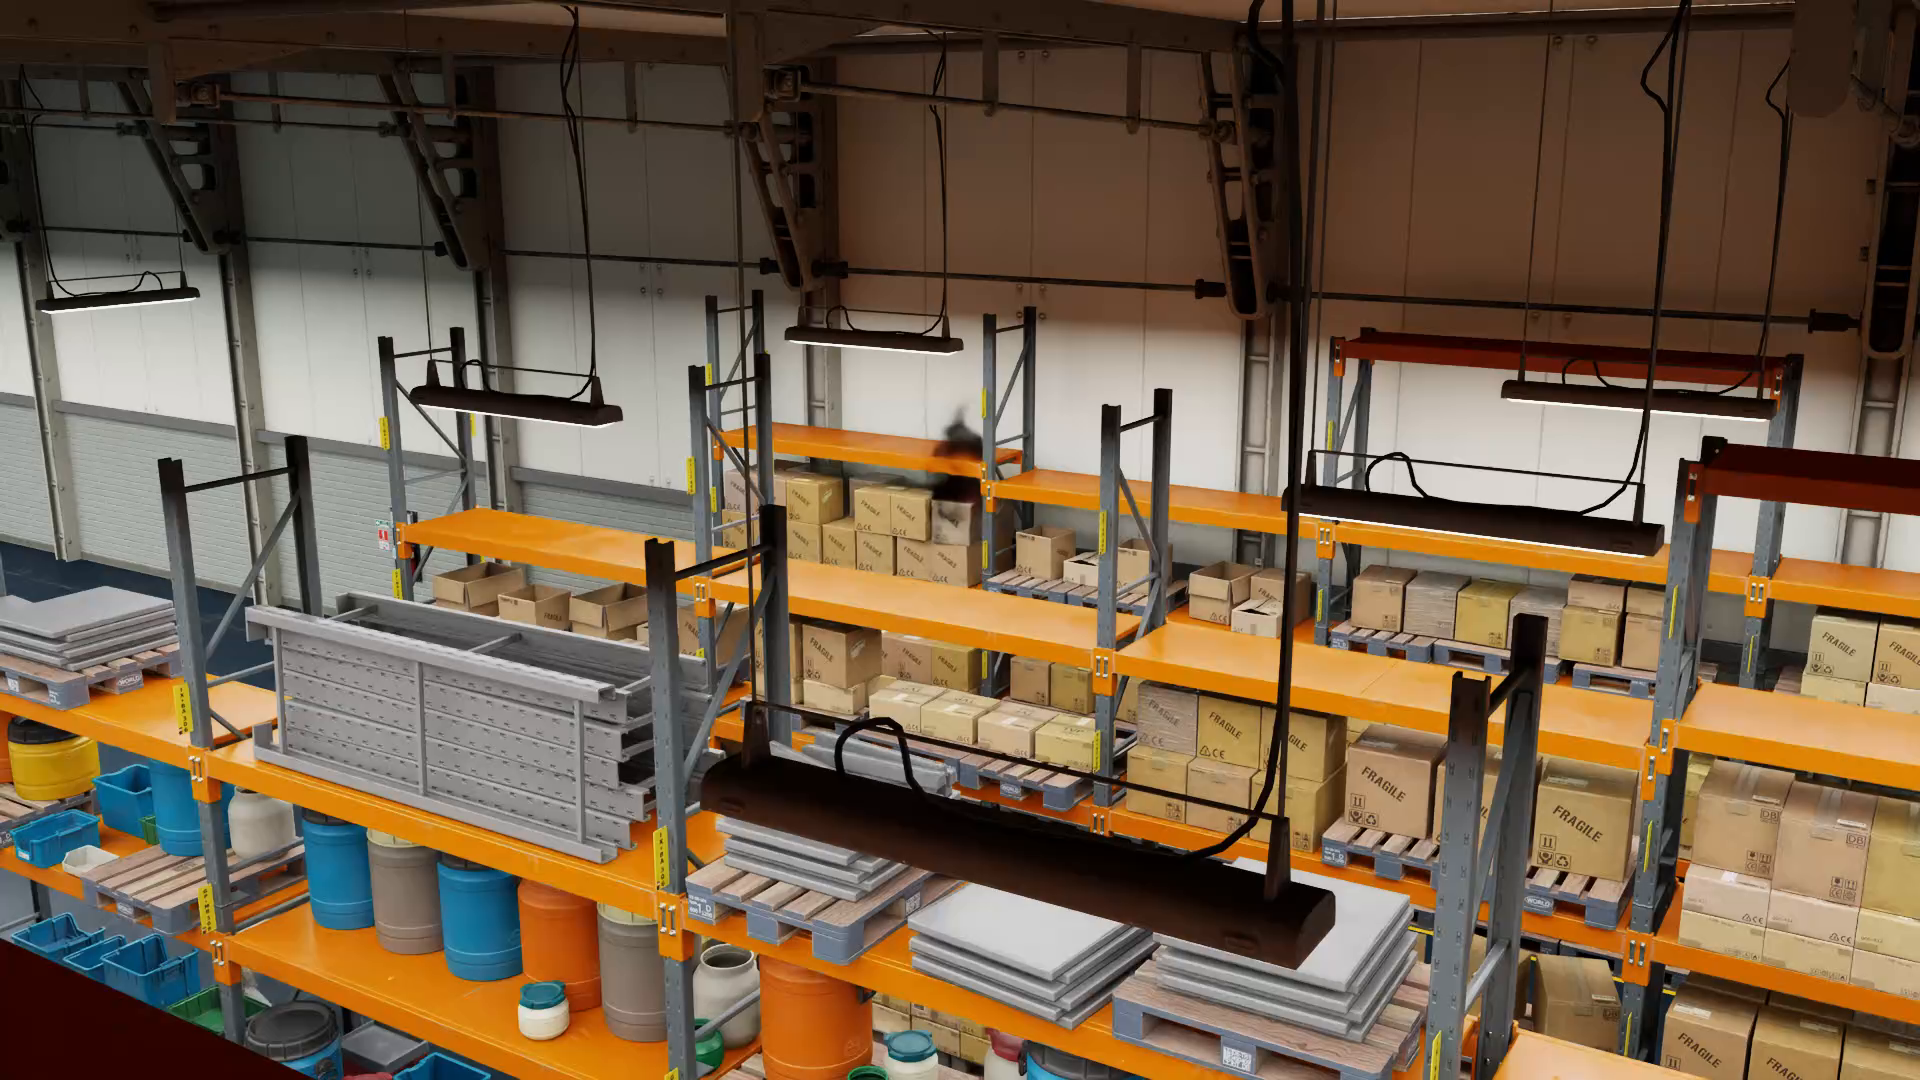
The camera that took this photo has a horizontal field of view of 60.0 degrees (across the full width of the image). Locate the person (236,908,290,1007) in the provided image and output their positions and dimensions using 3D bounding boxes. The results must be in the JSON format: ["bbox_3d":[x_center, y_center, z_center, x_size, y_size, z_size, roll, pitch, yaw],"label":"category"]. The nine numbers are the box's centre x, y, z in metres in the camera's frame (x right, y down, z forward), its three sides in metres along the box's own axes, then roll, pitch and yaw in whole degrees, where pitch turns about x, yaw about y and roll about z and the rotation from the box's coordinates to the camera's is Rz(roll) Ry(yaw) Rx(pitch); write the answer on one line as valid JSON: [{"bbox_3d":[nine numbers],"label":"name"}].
[{"bbox_3d":[-6.291,3.664,14.829,0.772,1.764,0.690,8,16,29],"label":"person"}]
